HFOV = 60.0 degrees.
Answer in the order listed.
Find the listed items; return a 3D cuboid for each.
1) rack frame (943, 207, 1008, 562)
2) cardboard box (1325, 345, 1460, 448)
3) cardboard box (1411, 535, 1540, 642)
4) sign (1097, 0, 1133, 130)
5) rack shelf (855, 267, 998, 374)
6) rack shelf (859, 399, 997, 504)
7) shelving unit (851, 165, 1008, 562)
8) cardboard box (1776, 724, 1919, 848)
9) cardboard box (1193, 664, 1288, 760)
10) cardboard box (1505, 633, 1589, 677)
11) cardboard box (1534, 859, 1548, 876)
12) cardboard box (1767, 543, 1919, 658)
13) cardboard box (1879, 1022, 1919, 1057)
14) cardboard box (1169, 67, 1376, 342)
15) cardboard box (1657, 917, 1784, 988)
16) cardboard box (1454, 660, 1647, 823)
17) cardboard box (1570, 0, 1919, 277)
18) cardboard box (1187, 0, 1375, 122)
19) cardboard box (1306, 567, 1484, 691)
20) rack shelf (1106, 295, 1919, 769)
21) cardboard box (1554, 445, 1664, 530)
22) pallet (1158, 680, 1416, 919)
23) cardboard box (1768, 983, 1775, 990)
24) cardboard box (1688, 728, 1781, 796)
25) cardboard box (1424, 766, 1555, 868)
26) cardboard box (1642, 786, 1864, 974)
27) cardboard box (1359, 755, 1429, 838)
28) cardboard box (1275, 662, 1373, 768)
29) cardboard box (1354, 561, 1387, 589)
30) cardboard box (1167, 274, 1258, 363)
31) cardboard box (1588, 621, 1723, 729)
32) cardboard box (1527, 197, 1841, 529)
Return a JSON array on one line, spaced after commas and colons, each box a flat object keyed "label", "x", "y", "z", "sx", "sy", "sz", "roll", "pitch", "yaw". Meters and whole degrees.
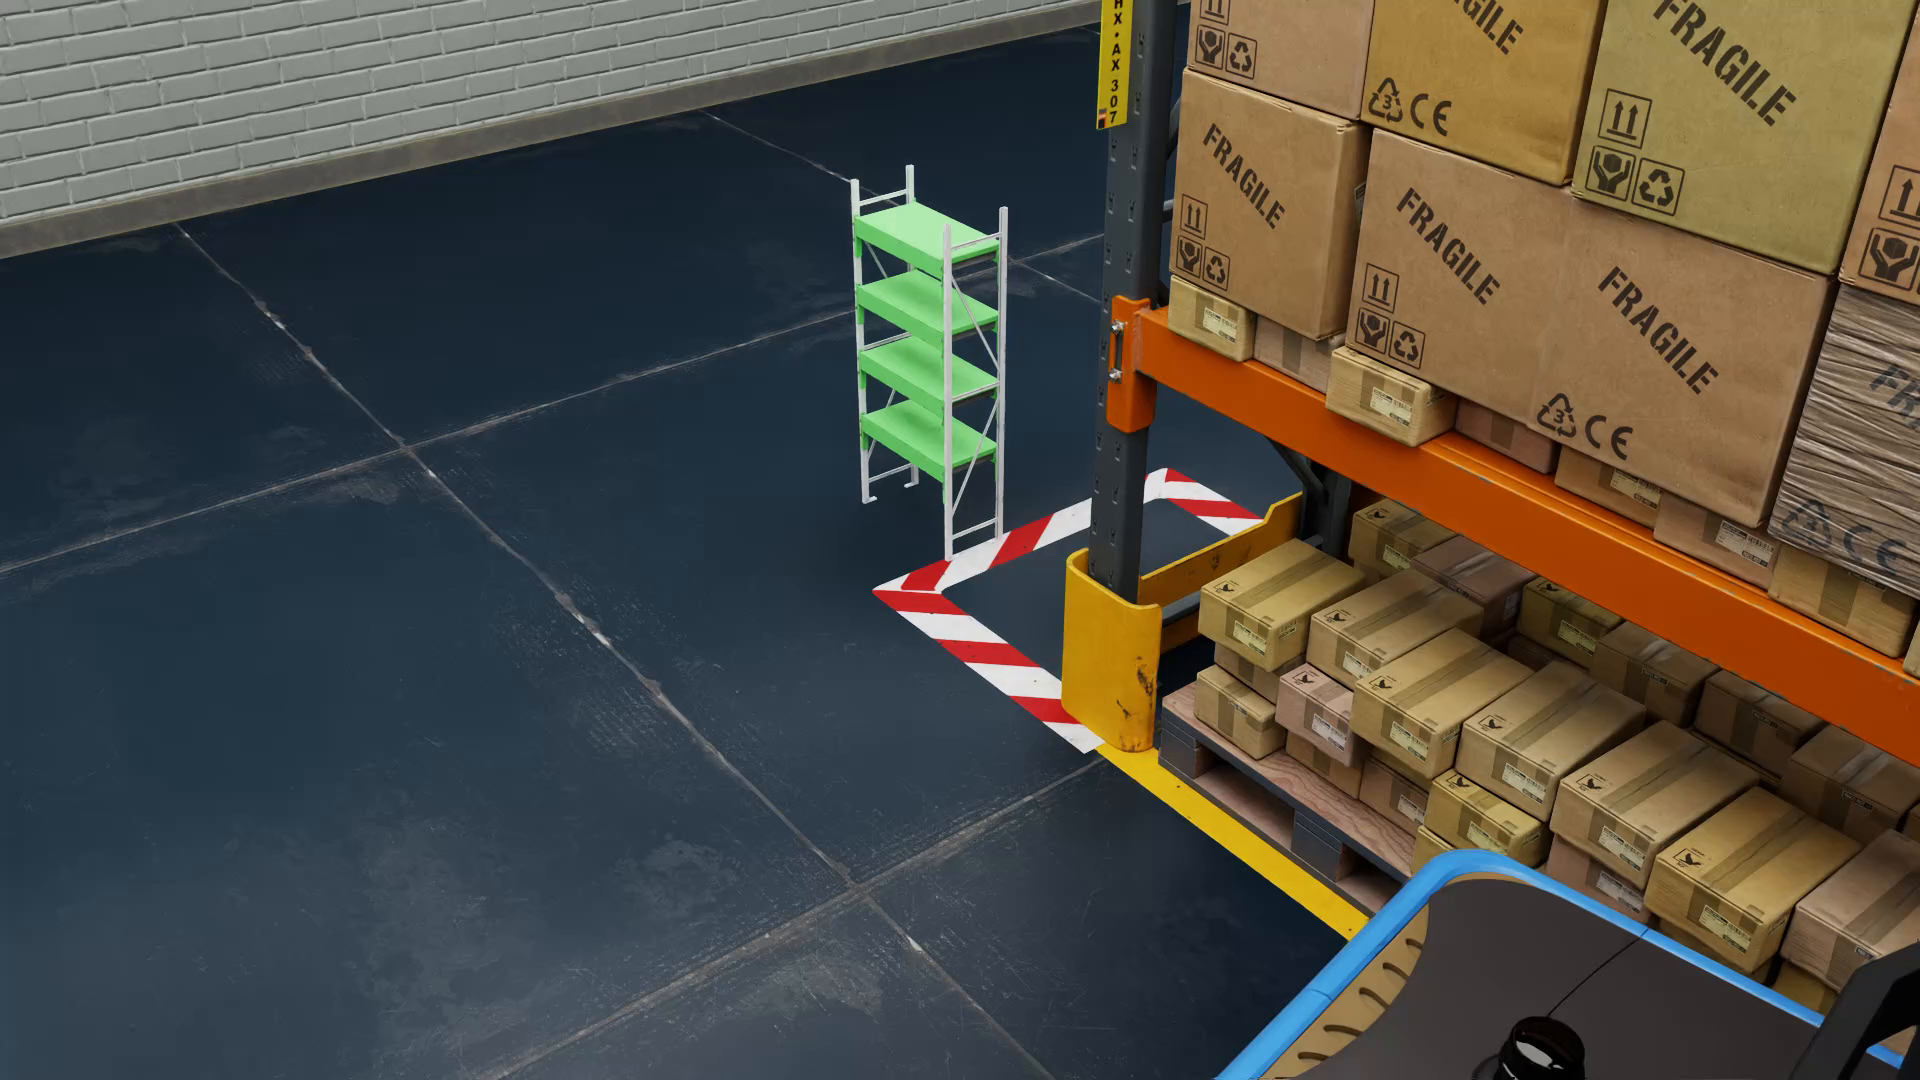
[{"label": "rack frame", "x": 0.048, "y": -0.477, "z": 5.381, "sx": 0.240, "sy": 1.200, "sz": 0.015, "roll": -22, "pitch": 38, "yaw": -31}, {"label": "cardboard box", "x": 1.047, "y": -0.372, "z": 3.744, "sx": 0.380, "sy": 0.149, "sz": 0.250, "roll": -23, "pitch": 39, "yaw": -33}, {"label": "cardboard box", "x": 1.429, "y": 0.100, "z": 4.486, "sx": 0.380, "sy": 0.149, "sz": 0.250, "roll": -21, "pitch": 38, "yaw": -30}, {"label": "sign", "x": 0.367, "y": -1.134, "z": 3.912, "sx": 0.100, "sy": 0.325, "sz": 0.005, "roll": -22, "pitch": 38, "yaw": -31}, {"label": "rack shelf", "x": -0.102, "y": -0.728, "z": 5.452, "sx": 0.258, "sy": 0.148, "sz": 0.480, "roll": -22, "pitch": 38, "yaw": -31}, {"label": "rack shelf", "x": -0.102, "y": -0.321, "z": 5.705, "sx": 0.258, "sy": 0.148, "sz": 0.480, "roll": -22, "pitch": 38, "yaw": -31}, {"label": "shelving unit", "x": -0.102, "y": -0.579, "z": 5.545, "sx": 0.258, "sy": 1.200, "sz": 0.503, "roll": -22, "pitch": 38, "yaw": -31}, {"label": "cardboard box", "x": 2.080, "y": 0.535, "z": 3.786, "sx": 0.380, "sy": 0.149, "sz": 0.250, "roll": -24, "pitch": 39, "yaw": -33}, {"label": "cardboard box", "x": 0.864, "y": 0.413, "z": 4.546, "sx": 0.380, "sy": 0.149, "sz": 0.250, "roll": -21, "pitch": 38, "yaw": -30}, {"label": "cardboard box", "x": 1.665, "y": 0.308, "z": 4.433, "sx": 0.380, "sy": 0.149, "sz": 0.250, "roll": -24, "pitch": 39, "yaw": -33}, {"label": "cardboard box", "x": 1.549, "y": 0.814, "z": 3.900, "sx": 0.380, "sy": 0.149, "sz": 0.250, "roll": -22, "pitch": 38, "yaw": -31}, {"label": "cardboard box", "x": 1.732, "y": 0.040, "z": 3.081, "sx": 0.380, "sy": 0.149, "sz": 0.250, "roll": -21, "pitch": 37, "yaw": -30}, {"label": "cardboard box", "x": 1.967, "y": 0.921, "z": 3.164, "sx": 0.380, "sy": 0.149, "sz": 0.250, "roll": -24, "pitch": 39, "yaw": -33}, {"label": "cardboard box", "x": 0.853, "y": -0.834, "z": 3.873, "sx": 0.500, "sy": 0.500, "sz": 0.500, "roll": -20, "pitch": 37, "yaw": -29}, {"label": "cardboard box", "x": 1.766, "y": 0.793, "z": 3.652, "sx": 0.380, "sy": 0.149, "sz": 0.250, "roll": -20, "pitch": 37, "yaw": -29}, {"label": "cardboard box", "x": 1.383, "y": 0.466, "z": 3.898, "sx": 0.380, "sy": 0.149, "sz": 0.250, "roll": -24, "pitch": 39, "yaw": -34}, {"label": "cardboard box", "x": 1.477, "y": -0.830, "z": 2.919, "sx": 0.500, "sy": 0.500, "sz": 0.500, "roll": -23, "pitch": 39, "yaw": -32}, {"label": "cardboard box", "x": 0.861, "y": -1.262, "z": 3.615, "sx": 0.500, "sy": 0.500, "sz": 0.500, "roll": -23, "pitch": 38, "yaw": -32}, {"label": "cardboard box", "x": 1.113, "y": 0.242, "z": 4.257, "sx": 0.380, "sy": 0.149, "sz": 0.250, "roll": -22, "pitch": 38, "yaw": -31}, {"label": "rack shelf", "x": 2.022, "y": 0.197, "z": 3.271, "sx": 1.077, "sy": 0.370, "sz": 4.000, "roll": -22, "pitch": 38, "yaw": -31}, {"label": "cardboard box", "x": 1.461, "y": -0.187, "z": 3.446, "sx": 0.380, "sy": 0.149, "sz": 0.250, "roll": -23, "pitch": 38, "yaw": -32}, {"label": "pallet", "x": 1.312, "y": 0.625, "z": 4.544, "sx": 1.003, "sy": 0.211, "sz": 1.213, "roll": -22, "pitch": 38, "yaw": -31}, {"label": "cardboard box", "x": 1.823, "y": 1.053, "z": 3.515, "sx": 0.380, "sy": 0.149, "sz": 0.250, "roll": -22, "pitch": 38, "yaw": -31}, {"label": "cardboard box", "x": 1.992, "y": 0.520, "z": 4.092, "sx": 0.380, "sy": 0.149, "sz": 0.250, "roll": -22, "pitch": 38, "yaw": -31}, {"label": "cardboard box", "x": 1.329, "y": 0.614, "z": 3.941, "sx": 0.380, "sy": 0.149, "sz": 0.250, "roll": -21, "pitch": 38, "yaw": -30}, {"label": "cardboard box", "x": 1.671, "y": 0.709, "z": 3.506, "sx": 0.380, "sy": 0.149, "sz": 0.250, "roll": -22, "pitch": 38, "yaw": -31}, {"label": "cardboard box", "x": 1.247, "y": 0.597, "z": 4.250, "sx": 0.380, "sy": 0.149, "sz": 0.250, "roll": -22, "pitch": 38, "yaw": -31}, {"label": "cardboard box", "x": 1.037, "y": 0.398, "z": 4.288, "sx": 0.380, "sy": 0.149, "sz": 0.250, "roll": -22, "pitch": 38, "yaw": -32}, {"label": "cardboard box", "x": 1.345, "y": 0.092, "z": 4.781, "sx": 0.380, "sy": 0.149, "sz": 0.250, "roll": -23, "pitch": 39, "yaw": -33}, {"label": "cardboard box", "x": 0.735, "y": -0.594, "z": 4.101, "sx": 0.380, "sy": 0.149, "sz": 0.250, "roll": -23, "pitch": 38, "yaw": -32}, {"label": "cardboard box", "x": 1.797, "y": 0.295, "z": 4.171, "sx": 0.380, "sy": 0.149, "sz": 0.250, "roll": -24, "pitch": 39, "yaw": -33}, {"label": "cardboard box", "x": 1.491, "y": -0.411, "z": 3.192, "sx": 0.500, "sy": 0.500, "sz": 0.500, "roll": -22, "pitch": 38, "yaw": -31}]
